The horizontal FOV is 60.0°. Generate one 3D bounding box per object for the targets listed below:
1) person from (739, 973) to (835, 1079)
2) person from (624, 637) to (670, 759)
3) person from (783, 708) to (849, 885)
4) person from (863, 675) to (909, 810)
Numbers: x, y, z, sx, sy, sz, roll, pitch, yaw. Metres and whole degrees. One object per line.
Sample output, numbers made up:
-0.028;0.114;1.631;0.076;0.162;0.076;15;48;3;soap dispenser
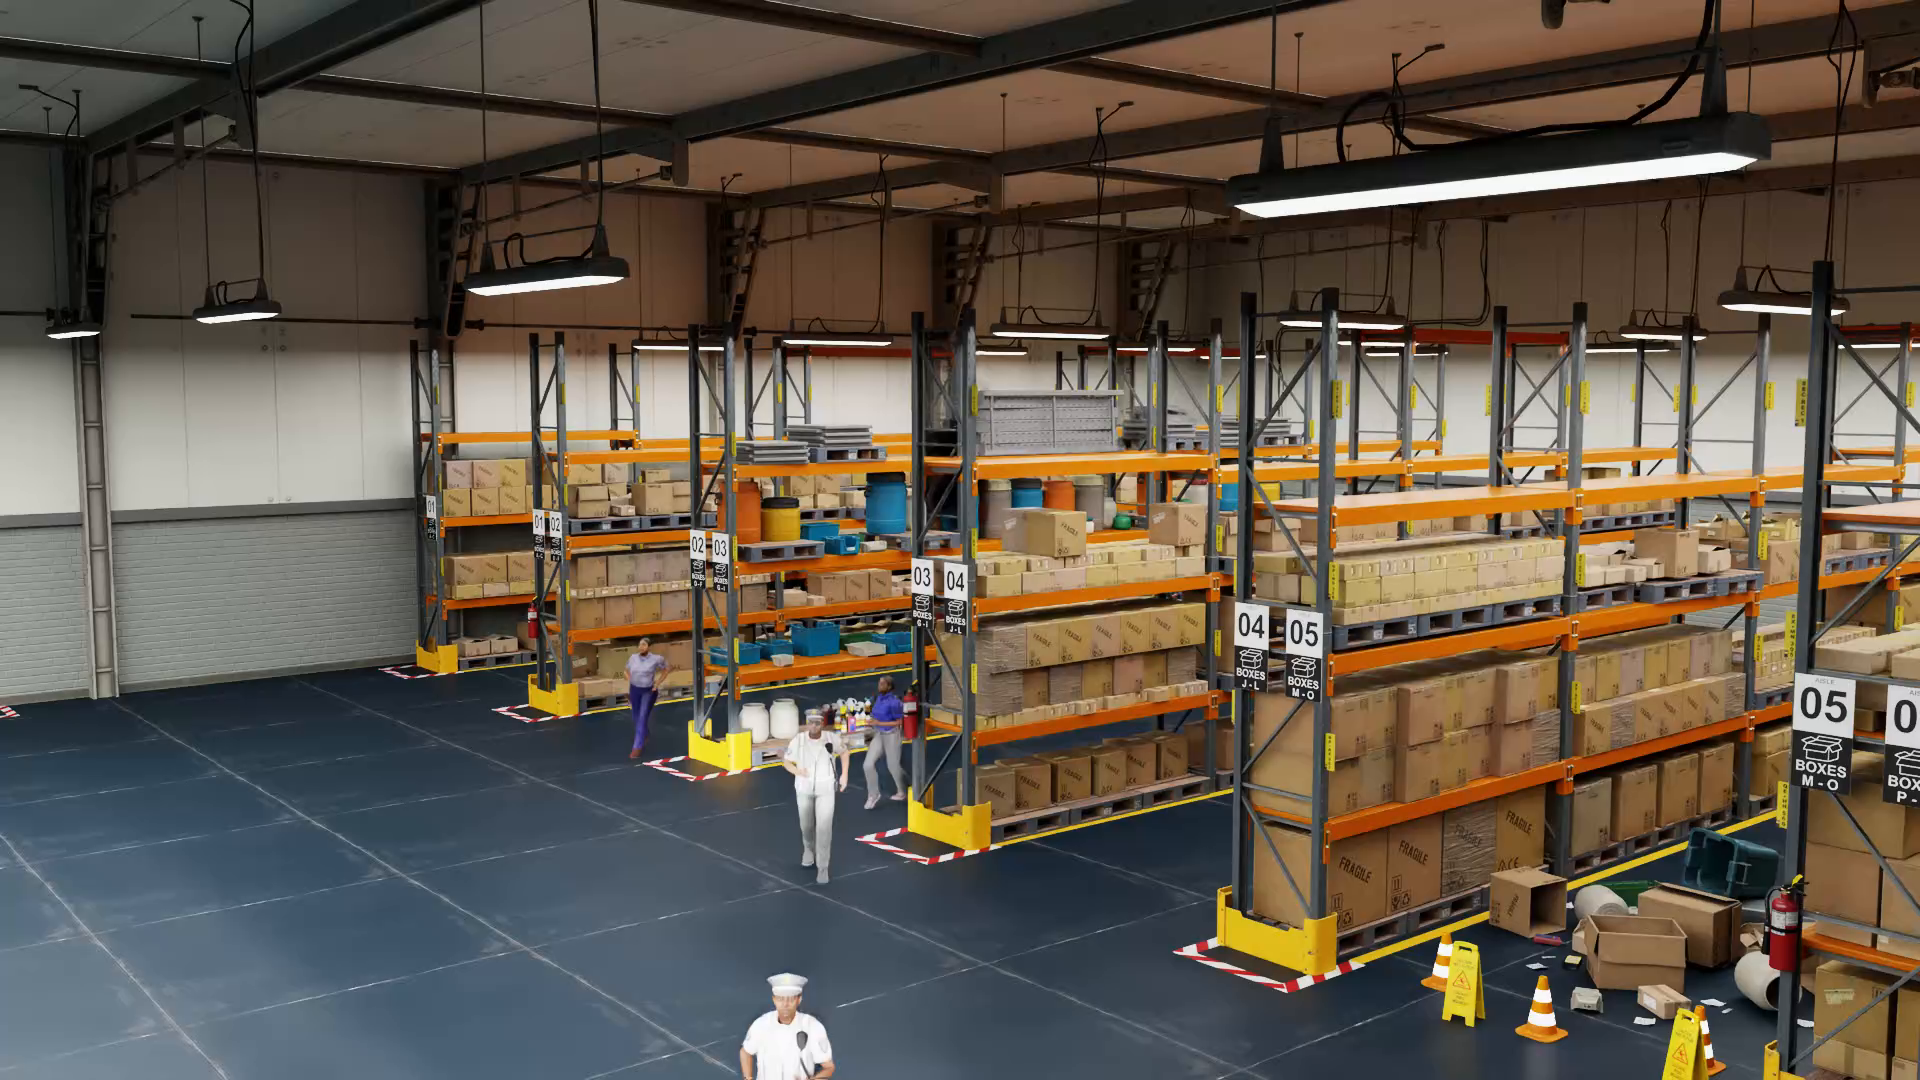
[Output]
-1.043;3.402;10.014;0.588;1.670;0.850;0;5;-2;person
-4.427;2.232;23.396;0.613;1.593;0.830;1;5;15;person
-1.521;2.668;17.570;0.678;1.836;0.805;0;5;-1;person
-0.868;2.488;20.366;0.732;1.712;0.562;-5;7;-44;person
